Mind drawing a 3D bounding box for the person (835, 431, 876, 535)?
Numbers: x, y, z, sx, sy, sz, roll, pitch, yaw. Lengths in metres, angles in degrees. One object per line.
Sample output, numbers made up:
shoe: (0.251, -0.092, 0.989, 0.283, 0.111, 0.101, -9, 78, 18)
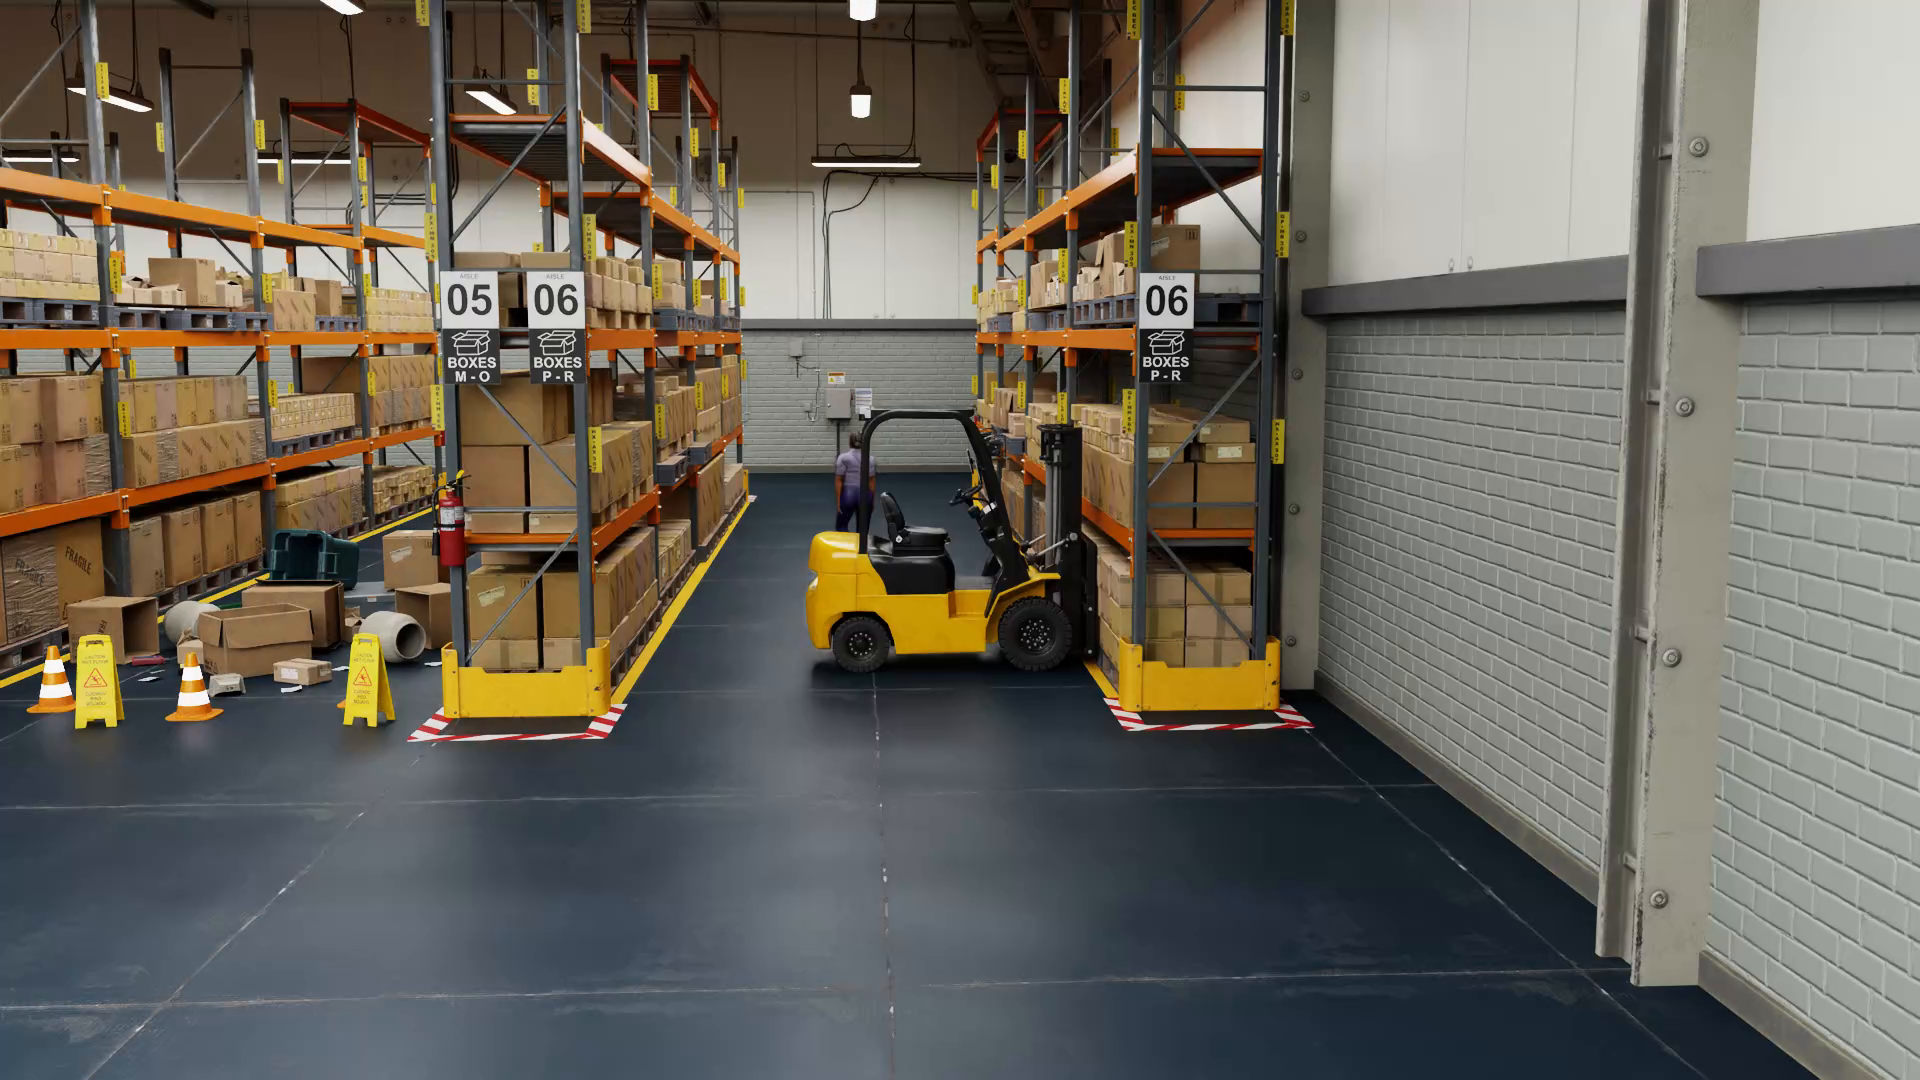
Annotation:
person: (-1.220, -0.454, 19.337, 0.477, 1.639, 0.465, -1, 7, -7)
